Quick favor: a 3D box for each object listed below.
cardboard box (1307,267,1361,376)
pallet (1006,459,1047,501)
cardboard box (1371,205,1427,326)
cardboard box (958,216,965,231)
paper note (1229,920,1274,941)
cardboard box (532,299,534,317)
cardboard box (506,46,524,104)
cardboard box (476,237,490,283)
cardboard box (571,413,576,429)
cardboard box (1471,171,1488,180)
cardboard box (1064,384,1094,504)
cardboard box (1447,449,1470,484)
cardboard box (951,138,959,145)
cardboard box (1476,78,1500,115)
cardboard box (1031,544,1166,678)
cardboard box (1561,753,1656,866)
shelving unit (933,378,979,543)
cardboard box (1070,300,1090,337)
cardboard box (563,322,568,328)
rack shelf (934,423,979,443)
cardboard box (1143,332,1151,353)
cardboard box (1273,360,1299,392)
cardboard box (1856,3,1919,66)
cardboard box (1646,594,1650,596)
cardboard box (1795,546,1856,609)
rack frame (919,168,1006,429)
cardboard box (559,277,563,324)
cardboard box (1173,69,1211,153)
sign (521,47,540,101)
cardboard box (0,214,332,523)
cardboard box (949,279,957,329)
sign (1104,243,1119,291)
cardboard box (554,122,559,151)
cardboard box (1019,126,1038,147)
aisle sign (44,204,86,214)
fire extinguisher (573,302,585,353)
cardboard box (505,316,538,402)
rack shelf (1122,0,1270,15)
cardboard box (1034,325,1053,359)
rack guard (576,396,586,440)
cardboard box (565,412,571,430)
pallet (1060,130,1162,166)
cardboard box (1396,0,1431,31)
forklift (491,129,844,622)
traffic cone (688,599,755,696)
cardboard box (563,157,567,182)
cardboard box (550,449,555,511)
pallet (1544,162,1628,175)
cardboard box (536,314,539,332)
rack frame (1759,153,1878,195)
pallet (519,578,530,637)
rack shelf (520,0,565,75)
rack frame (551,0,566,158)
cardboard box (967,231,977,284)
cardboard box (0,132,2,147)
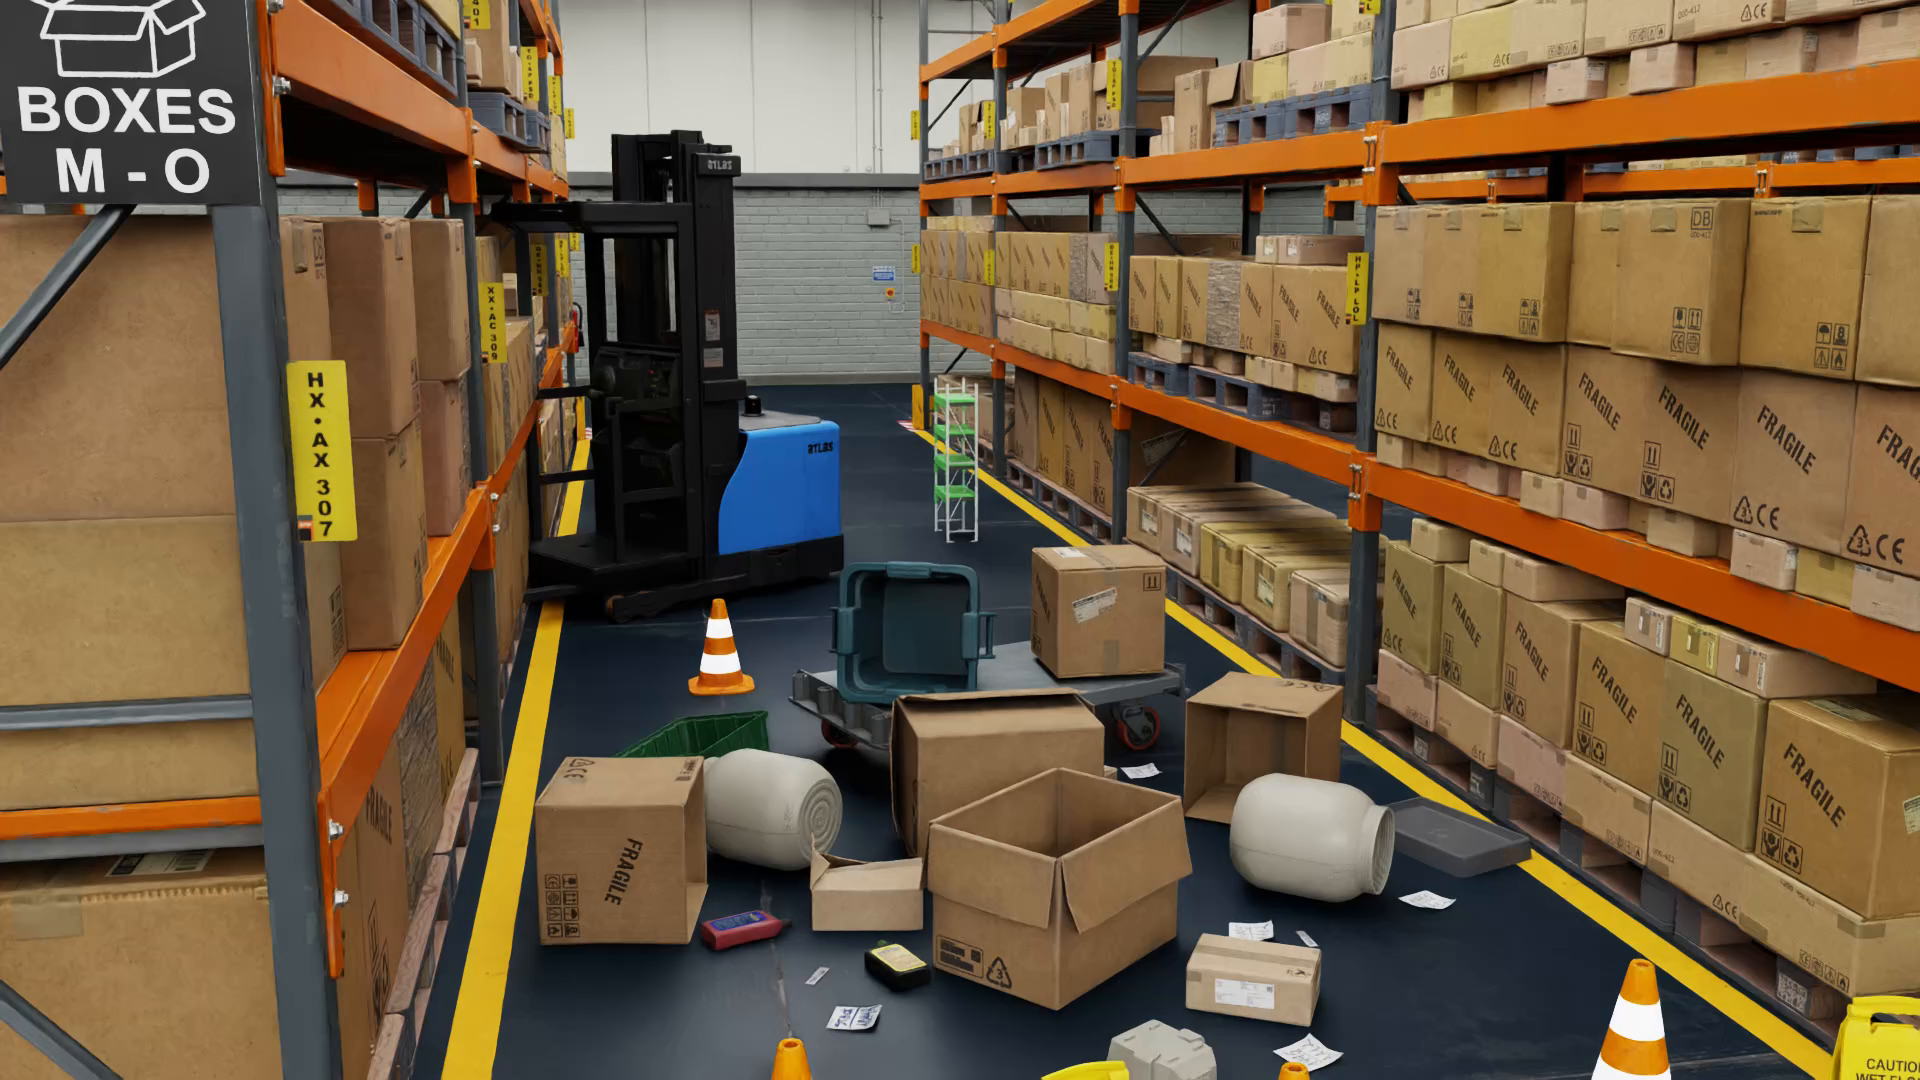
[{"bbox_3d":[2.055,-1.085,8.190,0.500,0.500,0.500,-2,11,-12],"label":"cardboard box"},{"bbox_3d":[1.038,-0.566,15.105,1.003,0.211,1.213,-2,11,-11],"label":"pallet"},{"bbox_3d":[2.242,-1.205,7.269,0.700,0.500,0.500,-2,11,-12],"label":"cardboard box"},{"bbox_3d":[0.192,-3.260,17.124,0.380,0.149,0.250,-2,11,-11],"label":"cardboard box"},{"bbox_3d":[0.993,1.328,5.667,0.148,0.019,0.142,2,11,9],"label":"paper note"},{"bbox_3d":[-3.450,-1.753,12.637,0.380,0.149,0.250,-2,11,-9],"label":"cardboard box"},{"bbox_3d":[-2.747,-2.647,9.406,0.500,0.311,0.500,-2,11,-11],"label":"cardboard box"},{"bbox_3d":[-2.965,-1.413,9.158,0.700,0.500,0.500,-2,11,-12],"label":"cardboard box"},{"bbox_3d":[-4.344,-1.283,17.917,0.380,0.149,0.250,-2,11,-9],"label":"cardboard box"},{"bbox_3d":[5.322,-3.661,16.559,0.380,0.149,0.250,-2,11,-11],"label":"cardboard box"},{"bbox_3d":[1.369,-0.797,13.420,0.875,0.875,0.875,-2,11,-10],"label":"cardboard box"},{"bbox_3d":[2.298,-0.322,7.040,0.380,0.149,0.250,-2,11,-11],"label":"cardboard box"},{"bbox_3d":[0.211,-4.384,18.697,0.500,0.250,0.500,-3,11,-16],"label":"cardboard box"},{"bbox_3d":[2.342,-1.800,6.780,0.380,0.149,0.250,-2,11,-11],"label":"cardboard box"},{"bbox_3d":[0.629,0.319,7.659,0.500,0.500,0.500,-2,11,-11],"label":"cardboard box"},{"bbox_3d":[2.526,0.941,5.960,0.500,0.250,0.500,-3,11,-13],"label":"cardboard box"},{"bbox_3d":[-0.032,-0.620,12.744,0.258,1.200,0.503,-2,11,-11],"label":"shelving unit"},{"bbox_3d":[1.145,-1.686,12.598,0.500,0.250,0.500,-2,11,-12],"label":"cardboard box"},{"bbox_3d":[-4.312,-2.298,17.421,0.380,0.149,0.250,-2,11,-9],"label":"cardboard box"},{"bbox_3d":[-0.032,-0.793,12.711,0.258,0.148,0.480,-2,11,-11],"label":"rack shelf"},{"bbox_3d":[1.472,-1.357,11.355,0.380,0.149,0.250,-3,11,-14],"label":"cardboard box"},{"bbox_3d":[1.879,-0.870,8.791,0.380,0.149,0.250,-2,11,-12],"label":"cardboard box"},{"bbox_3d":[2.705,-1.374,4.540,0.380,0.149,0.250,-2,11,-9],"label":"cardboard box"},{"bbox_3d":[2.949,0.454,6.513,0.500,0.500,0.500,-2,11,-8],"label":"cardboard box"},{"bbox_3d":[2.678,0.099,4.828,0.380,0.149,0.250,-2,11,-12],"label":"cardboard box"},{"bbox_3d":[0.036,-2.808,19.428,1.000,3.000,0.127,-2,11,-11],"label":"rack frame"},{"bbox_3d":[-3.975,-2.262,15.494,0.500,0.500,0.500,-2,11,-11],"label":"cardboard box"},{"bbox_3d":[1.766,-2.689,10.514,0.700,0.500,0.500,-2,11,-11],"label":"cardboard box"},{"bbox_3d":[-2.698,-2.927,10.438,0.100,0.325,0.005,-2,11,-11],"label":"sign"},{"bbox_3d":[-1.723,-0.349,3.217,0.875,0.550,0.550,-2,11,-11],"label":"cardboard box"},{"bbox_3d":[0.168,-2.482,17.446,0.500,0.500,0.500,-2,11,-9],"label":"cardboard box"},{"bbox_3d":[1.048,-1.889,11.502,0.100,0.325,0.005,-2,11,-11],"label":"sign"},{"bbox_3d":[-4.057,-3.803,15.695,0.500,0.250,0.500,-2,11,-10],"label":"cardboard box"},{"bbox_3d":[0.716,-3.395,13.990,0.380,0.166,0.250,-3,11,-15],"label":"cardboard box"},{"bbox_3d":[-9.405,-3.749,17.418,0.394,0.787,0.004,-2,11,-11],"label":"aisle sign"},{"bbox_3d":[-4.397,-2.451,18.758,0.296,0.674,0.183,-2,11,-11],"label":"fire extinguisher"},{"bbox_3d":[-2.893,-1.119,10.284,0.500,0.500,0.500,-2,11,-11],"label":"cardboard box"},{"bbox_3d":[1.981,-3.371,9.336,1.077,0.370,4.000,-2,11,-11],"label":"rack shelf"},{"bbox_3d":[0.915,-1.629,13.635,0.500,0.250,0.500,-2,11,-12],"label":"cardboard box"},{"bbox_3d":[-4.786,-1.368,18.546,1.175,0.500,0.348,-2,11,-11],"label":"rack guard"},{"bbox_3d":[-4.089,-1.188,16.623,0.380,0.149,0.250,-2,11,-10],"label":"cardboard box"},{"bbox_3d":[1.414,-2.838,12.067,1.213,0.211,1.003,-2,11,-8],"label":"pallet"},{"bbox_3d":[2.111,-2.280,7.167,0.380,0.149,0.250,-2,11,-12],"label":"cardboard box"},{"bbox_3d":[-2.203,-1.049,10.371,3.031,2.935,1.130,-10,15,-43],"label":"forklift"},{"bbox_3d":[-1.246,0.537,8.640,0.336,0.463,0.334,-2,11,-11],"label":"traffic cone"},{"bbox_3d":[-4.346,-3.842,17.241,0.500,0.250,0.500,-2,11,-11],"label":"cardboard box"},{"bbox_3d":[-3.337,-0.446,12.579,0.500,0.500,0.500,-2,11,-12],"label":"cardboard box"},{"bbox_3d":[5.944,-3.325,14.622,1.213,0.211,1.003,-2,11,-11],"label":"pallet"},{"bbox_3d":[-3.605,-1.754,13.438,0.380,0.149,0.250,-3,11,-14],"label":"cardboard box"},{"bbox_3d":[6.460,-1.522,12.671,1.000,3.000,0.127,-2,11,-11],"label":"rack frame"},{"bbox_3d":[-3.165,0.375,10.163,1.003,0.211,1.213,-2,11,-11],"label":"pallet"},{"bbox_3d":[-4.411,-4.835,15.964,1.077,0.370,4.000,-2,11,-11],"label":"rack shelf"},{"bbox_3d":[-4.800,-5.557,17.824,1.000,3.000,0.127,-2,11,-11],"label":"rack frame"},{"bbox_3d":[0.360,-2.785,16.363,0.500,0.500,0.500,-2,11,-12],"label":"cardboard box"},{"bbox_3d":[-9.181,-3.833,15.134,0.700,0.500,0.500,-2,11,-9],"label":"cardboard box"}]
